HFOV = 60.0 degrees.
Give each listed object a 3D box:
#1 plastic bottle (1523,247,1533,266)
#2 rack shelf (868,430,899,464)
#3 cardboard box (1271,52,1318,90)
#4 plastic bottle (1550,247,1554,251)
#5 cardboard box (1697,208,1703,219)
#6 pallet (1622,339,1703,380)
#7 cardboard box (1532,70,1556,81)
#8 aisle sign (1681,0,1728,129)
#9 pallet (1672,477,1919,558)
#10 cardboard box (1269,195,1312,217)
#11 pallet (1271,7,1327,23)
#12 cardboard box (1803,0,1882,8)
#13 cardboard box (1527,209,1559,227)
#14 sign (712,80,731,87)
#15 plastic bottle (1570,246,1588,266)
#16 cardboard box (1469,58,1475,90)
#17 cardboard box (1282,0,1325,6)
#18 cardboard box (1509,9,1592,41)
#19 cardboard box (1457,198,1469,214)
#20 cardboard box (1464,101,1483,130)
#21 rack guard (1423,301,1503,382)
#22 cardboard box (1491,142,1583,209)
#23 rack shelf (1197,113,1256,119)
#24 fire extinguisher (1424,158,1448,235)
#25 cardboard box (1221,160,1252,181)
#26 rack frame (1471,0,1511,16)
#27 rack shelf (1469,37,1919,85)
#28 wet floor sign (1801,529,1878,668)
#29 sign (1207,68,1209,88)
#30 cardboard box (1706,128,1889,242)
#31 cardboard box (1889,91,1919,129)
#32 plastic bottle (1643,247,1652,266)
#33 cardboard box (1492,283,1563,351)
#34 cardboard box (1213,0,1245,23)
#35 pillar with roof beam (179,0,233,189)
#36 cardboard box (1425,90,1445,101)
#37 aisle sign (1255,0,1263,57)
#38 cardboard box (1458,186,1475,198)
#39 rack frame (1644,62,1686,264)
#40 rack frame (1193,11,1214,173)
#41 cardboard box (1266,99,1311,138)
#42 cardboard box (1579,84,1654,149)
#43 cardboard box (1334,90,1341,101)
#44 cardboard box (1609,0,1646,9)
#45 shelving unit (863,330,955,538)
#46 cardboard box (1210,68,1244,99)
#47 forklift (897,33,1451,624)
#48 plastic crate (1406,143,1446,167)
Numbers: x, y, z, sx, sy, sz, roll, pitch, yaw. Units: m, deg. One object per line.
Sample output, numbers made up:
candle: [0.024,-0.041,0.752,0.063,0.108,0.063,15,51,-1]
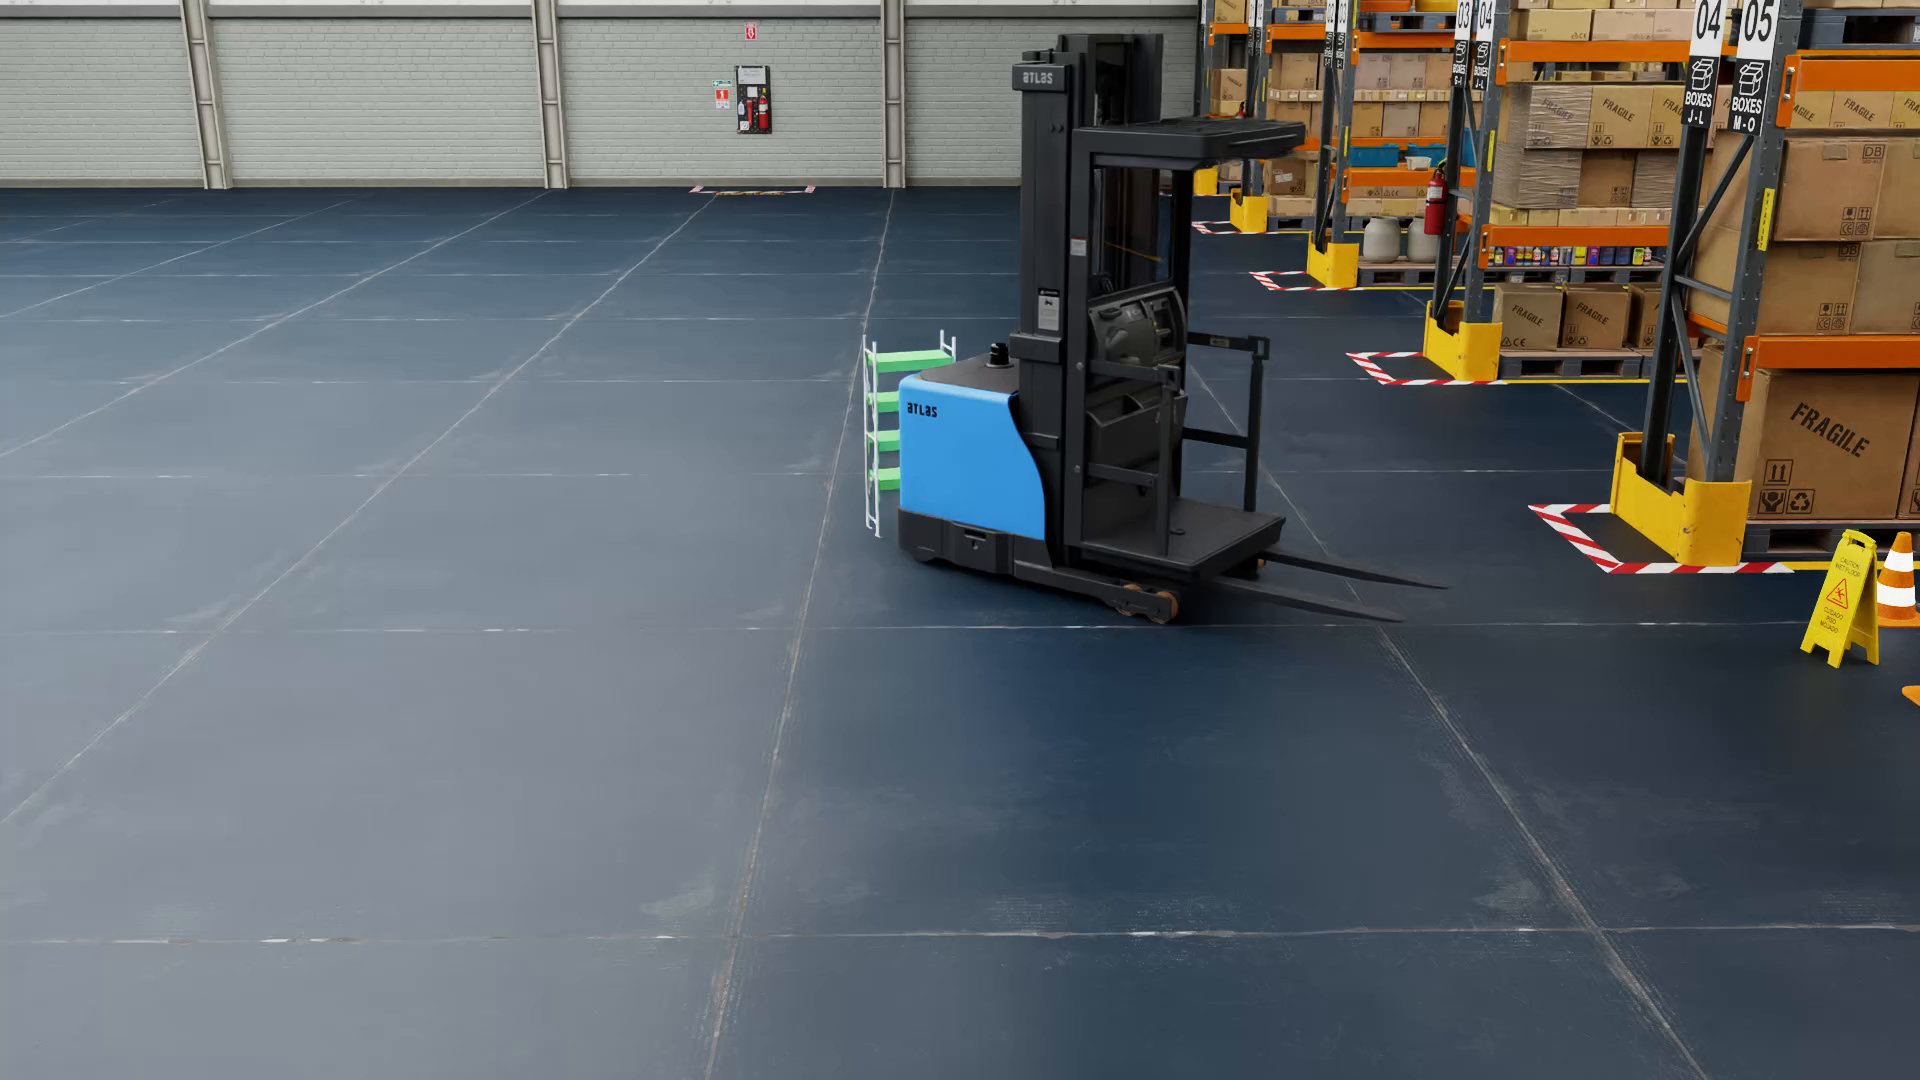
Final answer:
plastic bottle: [6.559,-3.308,19.195,0.097,0.271,0.097,0,18,0]
rack shelf: [-0.303,-0.584,10.112,0.480,0.148,0.258,-6,19,-18]
cardboard box: [4.744,-6.659,23.606,0.500,0.500,0.700,0,18,-1]
plastic bottle: [7.130,-3.551,19.933,0.133,0.283,0.061,1,18,2]
cardboard box: [6.167,-2.756,14.138,0.250,0.149,0.380,0,18,-1]
pallet: [6.483,-1.640,14.813,1.213,0.211,1.003,0,18,-1]
cardboard box: [9.868,-7.789,28.534,0.500,0.500,0.700,2,18,7]
aisle sign: [4.279,-2.783,9.556,0.004,0.787,0.394,0,18,-1]
pallet: [5.153,-0.154,10.181,1.213,0.211,1.003,0,18,-1]
cardboard box: [4.764,-4.820,23.976,0.500,0.250,0.500,0,18,-1]
pallet: [4.932,-7.376,23.365,1.213,0.211,1.003,0,18,-1]
cardboard box: [4.702,-2.914,8.869,0.250,0.149,0.380,0,18,0]
cardboard box: [4.916,-2.773,14.193,0.250,0.149,0.380,0,18,-1]
sign: [-4.192,-8.041,29.278,0.331,0.109,0.001,0,18,-1]
plastic bottle: [7.144,-3.356,19.214,0.185,0.351,0.144,0,18,-1]
cardboard box: [7.275,-6.672,23.649,0.500,0.500,0.700,0,18,-1]
cardboard box: [4.799,-7.740,23.269,0.637,0.503,0.797,1,18,3]
cardboard box: [4.863,-4.249,13.718,0.500,0.250,0.500,0,18,1]
cardboard box: [7.264,-4.836,24.027,0.500,0.250,0.500,0,18,-1]
cardboard box: [7.253,-6.053,23.842,0.500,0.500,0.700,0,18,-1]
rack guard: [4.453,-1.779,14.775,0.348,0.500,1.175,0,18,-1]
cardboard box: [4.927,-3.153,14.314,0.500,0.500,0.875,0,18,-1]
rack shelf: [6.142,-7.175,28.680,4.000,0.370,1.077,0,18,-1]
fire extinguisher: [4.255,-3.072,14.841,0.183,0.674,0.296,0,18,-1]
cardboard box: [4.836,-6.413,28.808,0.500,0.311,0.500,-2,18,-7]
rack frame: [4.377,-5.826,13.476,0.127,3.000,1.000,0,18,-1]
rack shelf: [6.377,-4.064,14.074,4.000,0.370,1.077,0,18,-1]
wet floor sign: [4.357,0.272,8.142,0.232,0.644,0.267,-3,18,-10]
sign: [4.151,-7.754,27.891,0.005,0.325,0.100,0,18,-1]
cardboard box: [4.726,-2.029,9.449,0.550,0.550,0.875,0,18,-1]
cardboard box: [7.931,-3.567,13.970,0.500,0.500,0.500,0,18,-1]
plastic bottle: [7.941,-3.281,19.226,0.097,0.201,0.097,0,18,0]
cardboard box: [5.002,-1.977,14.703,0.500,0.500,0.500,3,18,9]
cardboard box: [4.481,-8.918,27.831,0.500,0.500,0.500,0,18,1]
pillar with roof beam: [-13.101,-9.230,24.089,0.400,9.000,9.100,0,18,-1]
cardboard box: [6.686,-6.298,23.544,0.250,0.149,0.380,0,18,1]
aisle sign: [4.164,-7.139,23.134,0.004,0.787,0.394,0,18,-1]
cardboard box: [7.264,-5.194,23.914,0.500,0.500,0.500,0,18,-1]
rack frame: [8.298,-4.501,19.168,0.127,3.000,1.000,0,18,-1]
rack frame: [4.143,-7.508,28.540,0.127,3.000,1.000,0,18,-1]
cardboard box: [4.691,-6.041,23.803,0.500,0.500,0.700,0,18,-1]
cardboard box: [5.431,-3.554,13.928,0.500,0.500,0.500,0,18,-1]
cardboard box: [5.386,-6.291,23.521,0.250,0.149,0.380,-1,18,-2]
cardboard box: [5.441,-4.437,13.649,0.250,0.149,0.380,0,18,1]
shelving unit: [-0.303,-0.645,10.092,0.503,1.200,0.258,-6,19,-18]
cardboard box: [4.610,-7.870,28.655,0.500,0.500,0.500,0,18,-1]
forklift: [1.125,-1.143,8.811,3.031,2.935,1.130,13,22,34]
plastic crate: [5.444,-4.506,19.427,0.408,0.251,0.499,0,18,-1]
